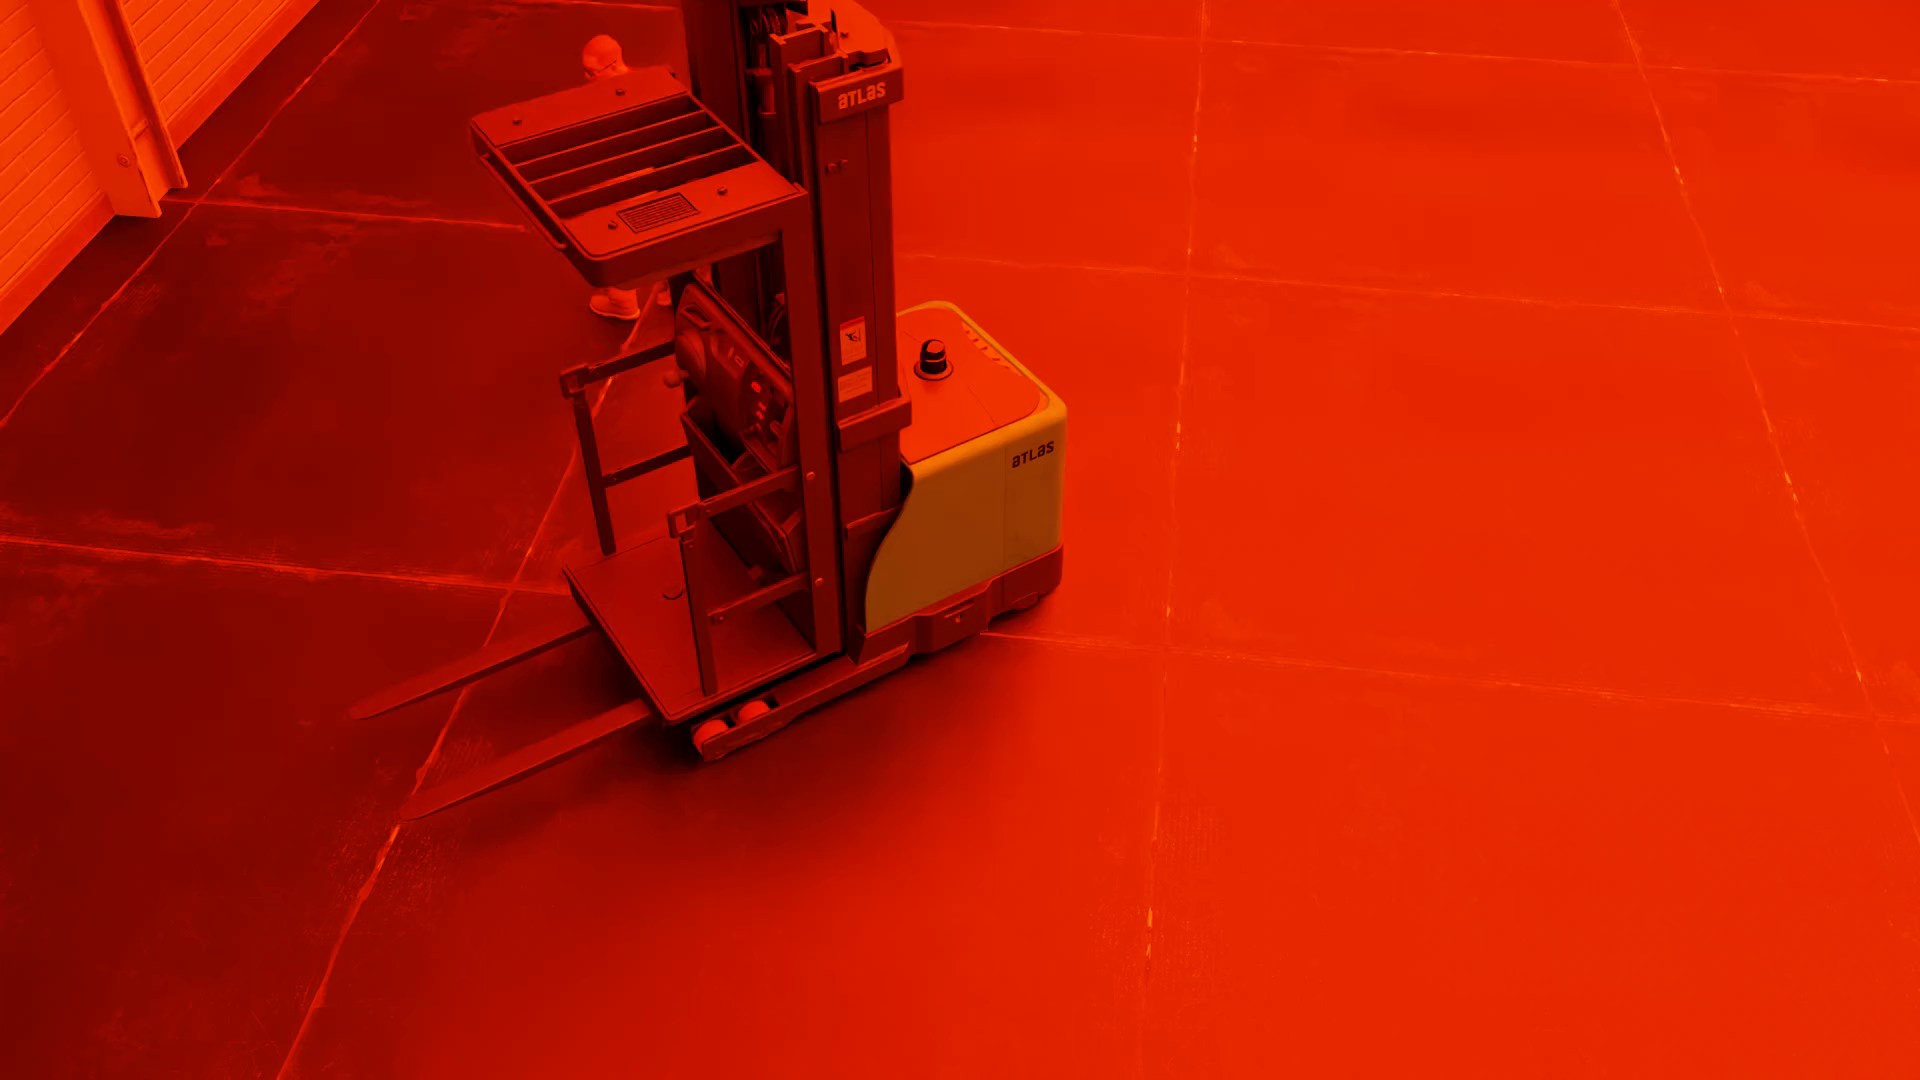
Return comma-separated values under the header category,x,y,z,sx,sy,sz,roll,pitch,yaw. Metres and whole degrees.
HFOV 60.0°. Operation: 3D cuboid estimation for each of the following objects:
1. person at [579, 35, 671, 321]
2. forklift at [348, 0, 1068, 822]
category,x,y,z,sx,sy,sz,roll,pitch,yaw
person,-1.788,-1.849,8.678,0.634,1.673,0.699,21,47,22
forklift,-1.050,-0.580,6.356,3.031,2.935,1.130,-24,48,-24
